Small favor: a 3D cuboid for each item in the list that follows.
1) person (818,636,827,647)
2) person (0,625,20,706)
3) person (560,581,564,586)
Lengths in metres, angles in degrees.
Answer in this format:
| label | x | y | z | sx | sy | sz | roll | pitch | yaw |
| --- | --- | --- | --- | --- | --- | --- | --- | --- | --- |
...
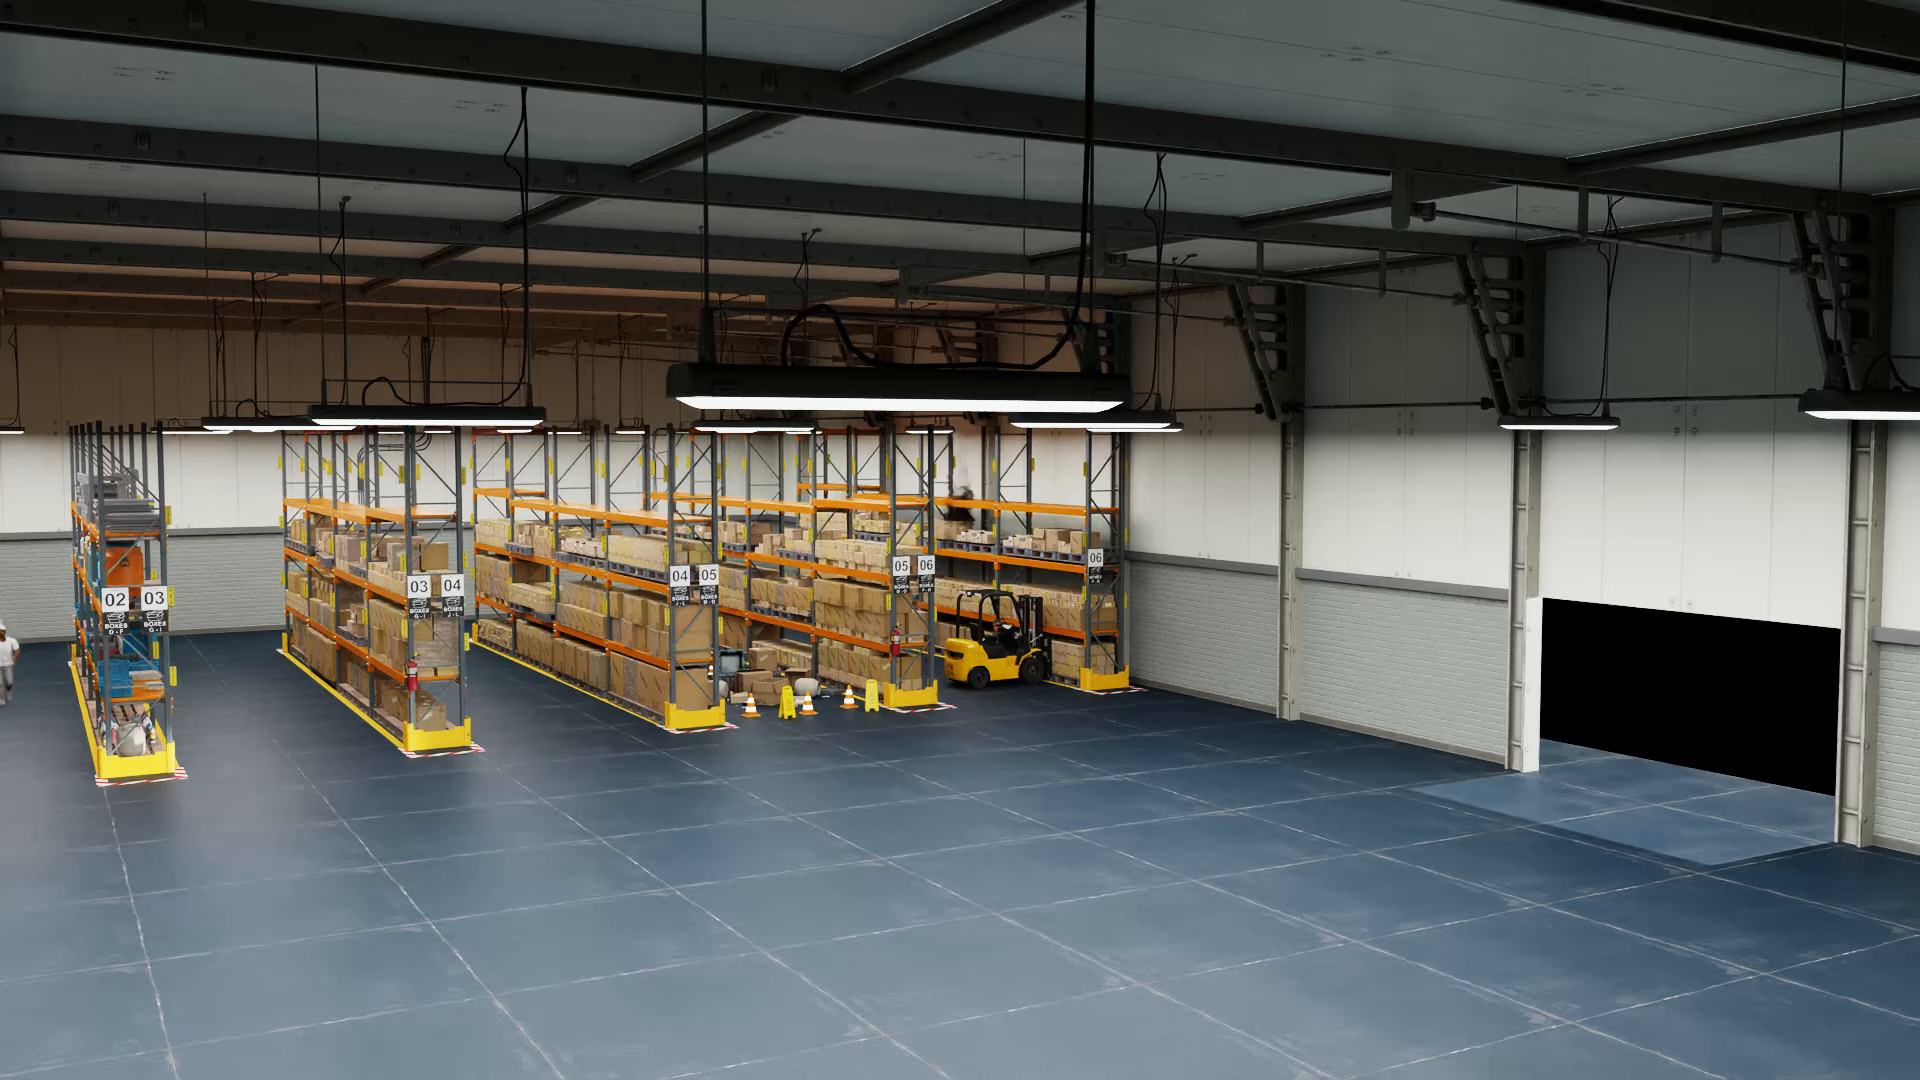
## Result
| label | x | y | z | sx | sy | sz | roll | pitch | yaw |
| --- | --- | --- | --- | --- | --- | --- | --- | --- | --- |
| person | -3.756 | 2.143 | 44.927 | 0.596 | 1.636 | 0.644 | -2 | 4 | -33 |
| person | -20.425 | 2.671 | 35.459 | 0.695 | 1.717 | 0.600 | -2 | 4 | -32 |
| person | -11.170 | 1.989 | 46.994 | 0.555 | 1.647 | 0.696 | -2 | 4 | -30 |
